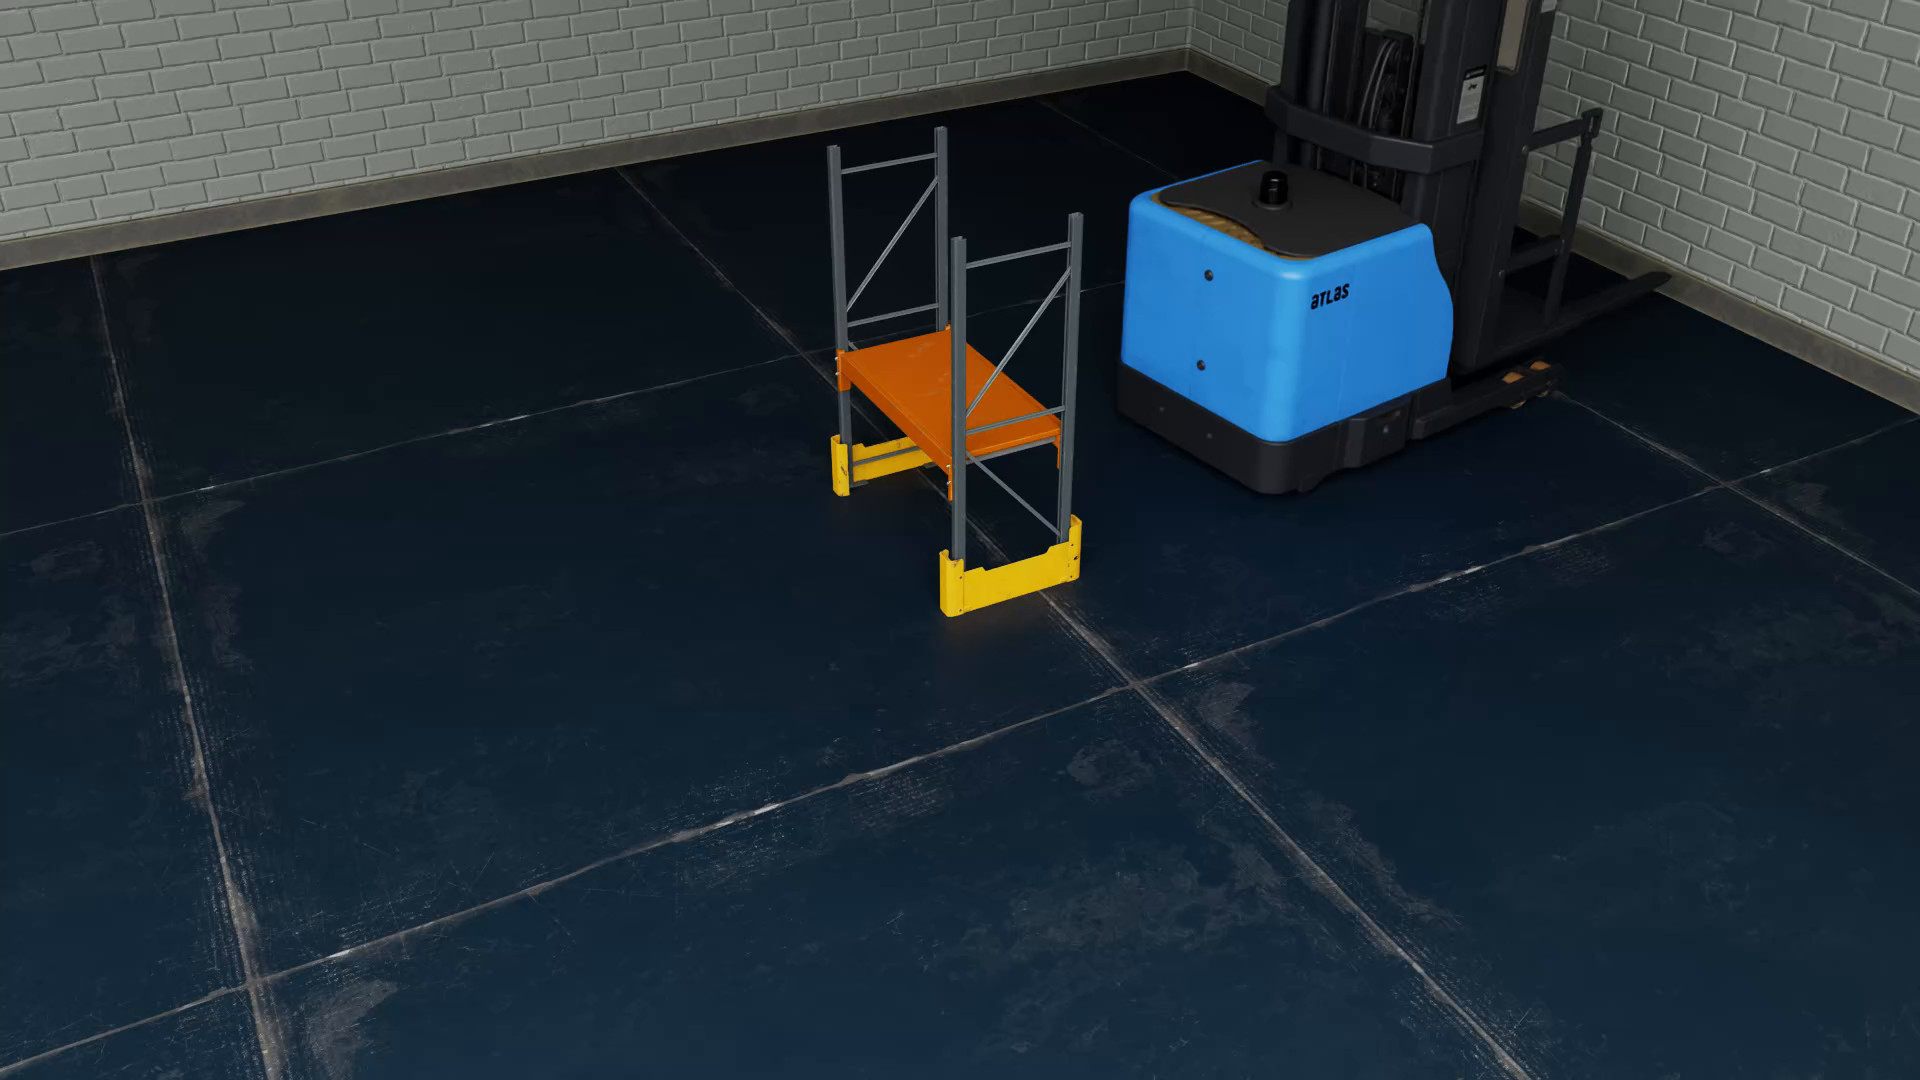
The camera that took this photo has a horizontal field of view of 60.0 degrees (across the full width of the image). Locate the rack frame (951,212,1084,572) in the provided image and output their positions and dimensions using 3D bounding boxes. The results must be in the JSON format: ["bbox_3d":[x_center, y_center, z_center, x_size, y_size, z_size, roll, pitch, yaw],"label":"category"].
[{"bbox_3d":[0.197,-0.430,6.030,0.500,1.500,0.032,-16,36,-23],"label":"rack frame"}]

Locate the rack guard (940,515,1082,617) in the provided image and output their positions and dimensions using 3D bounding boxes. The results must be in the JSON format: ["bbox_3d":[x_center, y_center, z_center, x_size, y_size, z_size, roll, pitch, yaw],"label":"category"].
[{"bbox_3d":[0.197,0.096,6.368,0.587,0.250,0.087,-16,36,-23],"label":"rack guard"}]

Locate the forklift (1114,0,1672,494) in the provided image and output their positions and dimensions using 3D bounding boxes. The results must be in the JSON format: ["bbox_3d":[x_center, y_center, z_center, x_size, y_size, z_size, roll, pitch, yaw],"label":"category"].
[{"bbox_3d":[2.193,-2.050,7.233,3.031,2.935,1.130,-22,38,-30],"label":"forklift"}]

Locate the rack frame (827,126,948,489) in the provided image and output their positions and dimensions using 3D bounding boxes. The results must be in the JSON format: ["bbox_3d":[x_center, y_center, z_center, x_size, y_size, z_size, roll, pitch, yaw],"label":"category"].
[{"bbox_3d":[-0.277,-0.915,6.788,0.500,1.500,0.032,-16,36,-23],"label":"rack frame"}]

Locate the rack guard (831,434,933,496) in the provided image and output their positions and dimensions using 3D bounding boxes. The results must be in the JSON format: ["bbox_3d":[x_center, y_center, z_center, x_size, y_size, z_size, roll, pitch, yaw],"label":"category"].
[{"bbox_3d":[-0.268,-0.379,7.110,0.587,0.250,0.087,-16,36,-23],"label":"rack guard"}]

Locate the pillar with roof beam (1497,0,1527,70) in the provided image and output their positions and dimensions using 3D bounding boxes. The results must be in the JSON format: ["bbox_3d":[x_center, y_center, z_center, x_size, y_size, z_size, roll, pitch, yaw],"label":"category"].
[{"bbox_3d":[-0.884,-4.672,5.700,9.100,9.000,0.400,-16,36,-23],"label":"pillar with roof beam"}]

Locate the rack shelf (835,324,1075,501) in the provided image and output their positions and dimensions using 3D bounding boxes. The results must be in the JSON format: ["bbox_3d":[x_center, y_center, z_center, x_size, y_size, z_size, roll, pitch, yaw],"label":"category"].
[{"bbox_3d":[-0.040,-0.521,6.506,0.538,0.185,1.000,-16,36,-23],"label":"rack shelf"}]

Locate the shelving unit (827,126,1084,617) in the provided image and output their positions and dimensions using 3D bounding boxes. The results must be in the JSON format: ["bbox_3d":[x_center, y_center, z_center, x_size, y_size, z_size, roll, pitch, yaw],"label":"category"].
[{"bbox_3d":[-0.036,-0.668,6.402,0.587,1.500,1.083,-16,36,-23],"label":"shelving unit"}]
